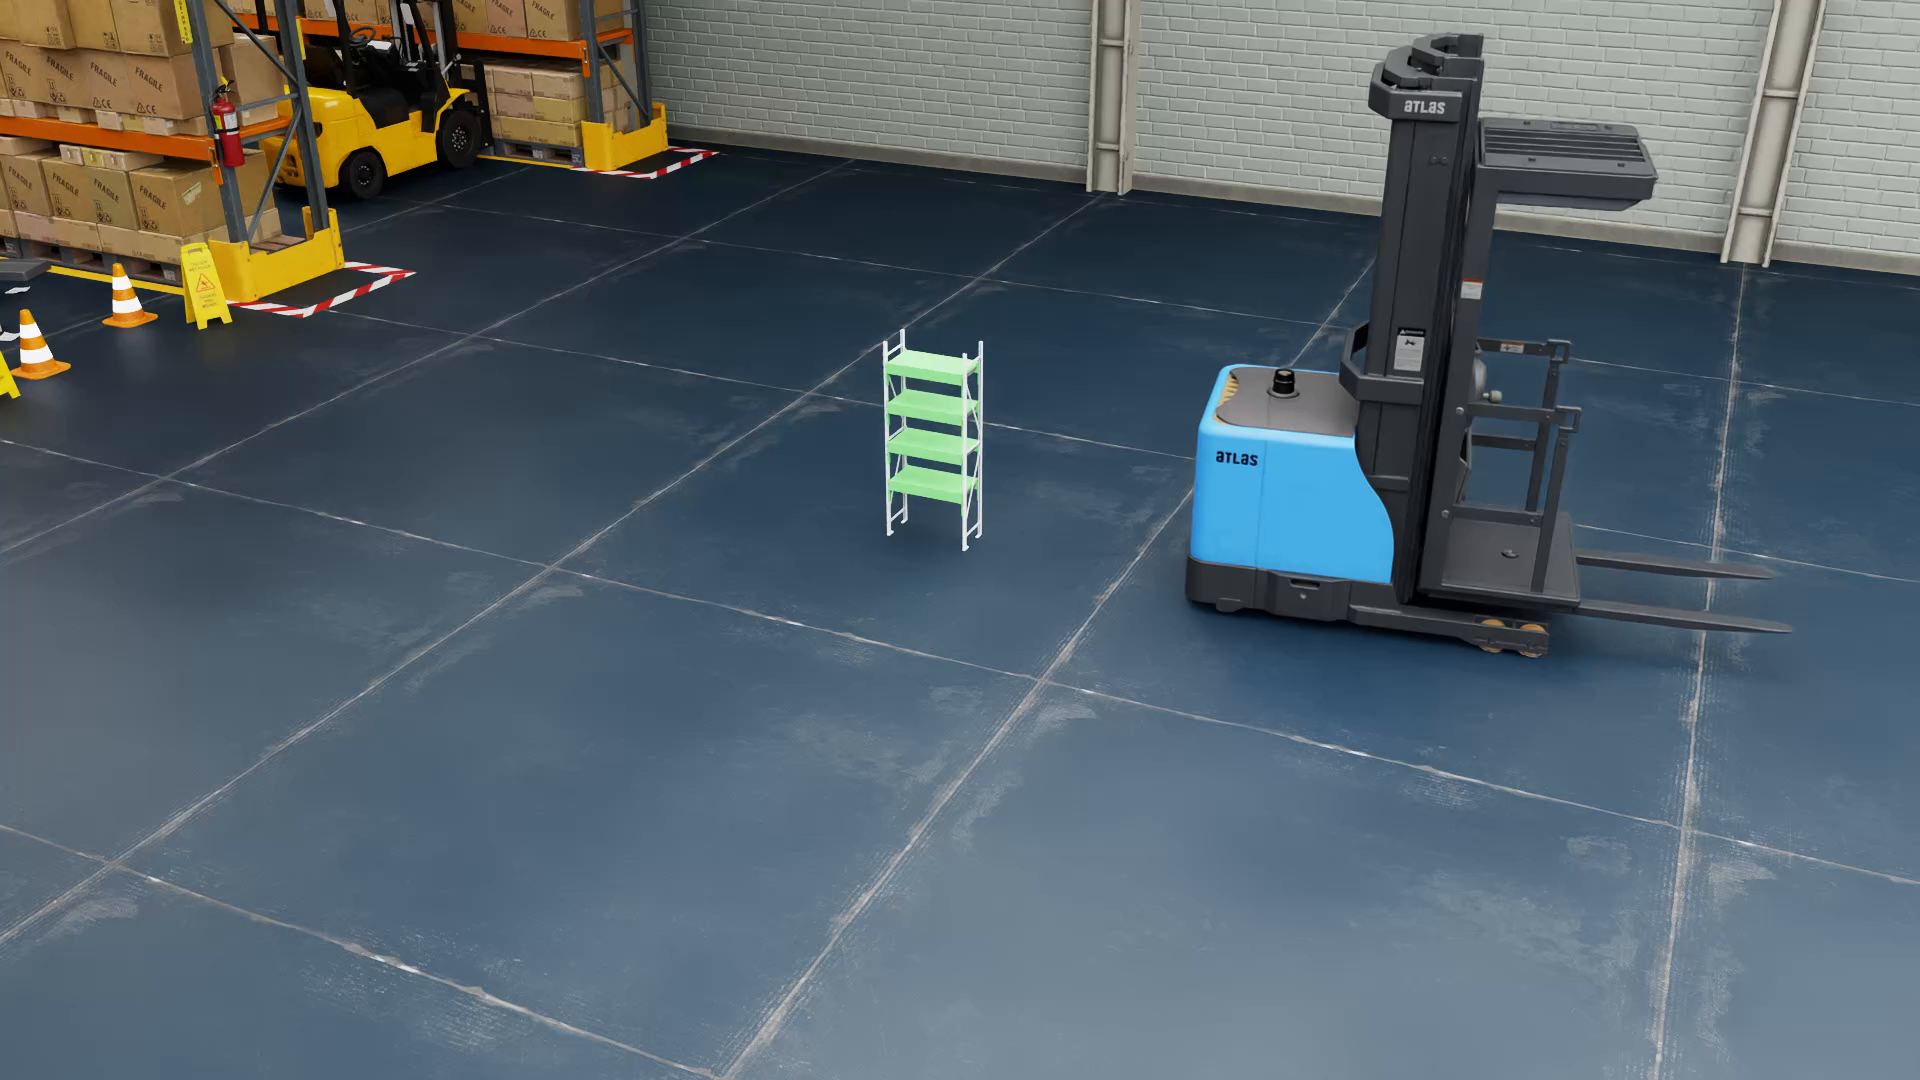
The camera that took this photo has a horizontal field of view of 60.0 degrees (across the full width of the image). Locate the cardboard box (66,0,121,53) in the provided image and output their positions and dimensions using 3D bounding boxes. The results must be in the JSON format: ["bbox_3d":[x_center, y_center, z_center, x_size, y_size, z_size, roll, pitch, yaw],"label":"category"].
[{"bbox_3d":[-6.736,-4.275,13.456,0.500,0.500,0.700,12,29,22],"label":"cardboard box"}]

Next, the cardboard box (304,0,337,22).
[{"bbox_3d":[-7.017,-6.134,18.700,0.500,0.500,0.500,11,28,20],"label":"cardboard box"}]

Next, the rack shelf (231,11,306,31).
[{"bbox_3d":[-9.134,-6.318,20.002,4.000,0.370,1.077,11,28,22],"label":"rack shelf"}]

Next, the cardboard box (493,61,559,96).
[{"bbox_3d":[-4.687,-4.997,18.009,0.500,0.250,0.500,12,29,23],"label":"cardboard box"}]

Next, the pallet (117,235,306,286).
[{"bbox_3d":[-6.517,-2.473,14.534,1.213,0.211,1.003,11,28,22],"label":"pallet"}]

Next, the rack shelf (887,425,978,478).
[{"bbox_3d":[-0.151,-0.511,9.575,0.480,0.148,0.258,11,28,22],"label":"rack shelf"}]

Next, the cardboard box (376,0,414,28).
[{"bbox_3d":[-6.075,-5.953,18.333,0.500,0.500,0.500,11,28,21],"label":"cardboard box"}]

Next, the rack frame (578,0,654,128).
[{"bbox_3d":[-3.672,-5.544,17.614,0.127,3.000,1.000,11,28,22],"label":"rack frame"}]

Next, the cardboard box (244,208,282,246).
[{"bbox_3d":[-6.343,-2.761,14.599,0.500,0.250,0.500,11,28,21],"label":"cardboard box"}]

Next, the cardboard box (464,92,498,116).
[{"bbox_3d":[-5.175,-4.868,18.314,0.500,0.250,0.500,11,28,21],"label":"cardboard box"}]

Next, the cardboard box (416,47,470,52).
[{"bbox_3d":[-5.863,-5.482,18.994,0.500,0.250,0.500,12,28,22],"label":"cardboard box"}]

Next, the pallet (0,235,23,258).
[{"bbox_3d":[-8.738,-2.919,15.440,1.213,0.211,1.003,11,28,22],"label":"pallet"}]

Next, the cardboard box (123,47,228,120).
[{"bbox_3d":[-6.331,-3.714,13.448,0.500,0.500,0.500,11,28,21],"label":"cardboard box"}]

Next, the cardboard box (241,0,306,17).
[{"bbox_3d":[-7.880,-6.195,19.107,0.500,0.250,0.500,12,29,23],"label":"cardboard box"}]

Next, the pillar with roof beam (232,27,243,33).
[{"bbox_3d":[-11.176,-8.091,15.996,0.400,9.000,9.100,11,28,22],"label":"pillar with roof beam"}]

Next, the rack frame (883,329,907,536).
[{"bbox_3d":[-0.373,-0.613,9.637,0.015,1.200,0.240,11,28,22],"label":"rack frame"}]

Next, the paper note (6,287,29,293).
[{"bbox_3d":[-7.932,-2.108,13.998,0.148,0.019,0.142,2,26,4],"label":"paper note"}]

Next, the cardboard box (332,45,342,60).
[{"bbox_3d":[-7.003,-5.464,18.958,0.500,0.250,0.500,11,28,21],"label":"cardboard box"}]

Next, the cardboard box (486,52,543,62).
[{"bbox_3d":[-4.938,-5.297,18.618,0.500,0.250,0.500,11,28,21],"label":"cardboard box"}]

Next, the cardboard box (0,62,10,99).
[{"bbox_3d":[-8.161,-4.085,14.201,0.500,0.500,0.500,11,28,21],"label":"cardboard box"}]

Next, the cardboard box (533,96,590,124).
[{"bbox_3d":[-4.244,-4.686,17.944,0.500,0.250,0.500,11,28,21],"label":"cardboard box"}]

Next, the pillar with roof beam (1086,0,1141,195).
[{"bbox_3d":[-0.253,-5.897,11.540,0.400,9.000,9.100,11,28,22],"label":"pillar with roof beam"}]

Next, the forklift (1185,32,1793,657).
[{"bbox_3d":[2.793,-0.975,8.412,3.031,2.935,1.130,7,27,14],"label":"forklift"}]

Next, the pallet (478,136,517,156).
[{"bbox_3d":[-5.492,-4.640,18.934,1.213,0.211,1.003,11,28,22],"label":"pallet"}]

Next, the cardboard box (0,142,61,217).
[{"bbox_3d":[-7.976,-3.165,14.571,0.500,0.500,0.500,13,29,24],"label":"cardboard box"}]

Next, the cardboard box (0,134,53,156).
[{"bbox_3d":[-8.135,-3.456,14.428,0.250,0.149,0.380,13,29,25],"label":"cardboard box"}]

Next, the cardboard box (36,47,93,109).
[{"bbox_3d":[-7.239,-3.900,13.826,0.500,0.500,0.500,11,28,22],"label":"cardboard box"}]

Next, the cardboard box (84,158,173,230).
[{"bbox_3d":[-7.037,-2.974,14.184,0.500,0.500,0.500,12,29,24],"label":"cardboard box"}]

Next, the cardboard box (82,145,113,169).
[{"bbox_3d":[-7.150,-3.259,14.027,0.250,0.149,0.380,12,29,23],"label":"cardboard box"}]

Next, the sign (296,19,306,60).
[{"bbox_3d":[-5.499,-4.154,13.811,0.005,0.325,0.100,11,28,22],"label":"sign"}]

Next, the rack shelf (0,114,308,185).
[{"bbox_3d":[-7.544,-3.590,14.461,4.000,0.370,1.077,11,28,22],"label":"rack shelf"}]

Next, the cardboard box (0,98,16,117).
[{"bbox_3d":[-8.050,-3.742,14.239,0.250,0.149,0.380,12,28,22],"label":"cardboard box"}]

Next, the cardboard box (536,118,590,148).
[{"bbox_3d":[-4.230,-4.458,18.046,0.500,0.250,0.500,12,28,22],"label":"cardboard box"}]

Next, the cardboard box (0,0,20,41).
[{"bbox_3d":[-7.640,-4.474,13.860,0.500,0.500,0.700,11,28,21],"label":"cardboard box"}]

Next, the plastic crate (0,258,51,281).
[{"bbox_3d":[-8.275,-2.352,14.437,0.583,0.080,0.402,2,26,4],"label":"plastic crate"}]

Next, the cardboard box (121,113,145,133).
[{"bbox_3d":[-6.653,-3.474,13.695,0.250,0.149,0.380,11,28,21],"label":"cardboard box"}]

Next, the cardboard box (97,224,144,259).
[{"bbox_3d":[-7.039,-2.640,14.353,0.500,0.250,0.500,11,28,22],"label":"cardboard box"}]

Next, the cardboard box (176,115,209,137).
[{"bbox_3d":[-6.152,-3.417,13.579,0.250,0.149,0.380,12,29,24],"label":"cardboard box"}]

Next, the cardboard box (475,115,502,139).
[{"bbox_3d":[-5.131,-4.647,18.431,0.500,0.250,0.500,12,29,22],"label":"cardboard box"}]

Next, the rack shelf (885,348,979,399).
[{"bbox_3d":[-0.151,-0.942,9.363,0.480,0.148,0.258,11,28,22],"label":"rack shelf"}]

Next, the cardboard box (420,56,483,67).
[{"bbox_3d":[-5.609,-5.181,18.383,0.500,0.250,0.500,11,28,21],"label":"cardboard box"}]

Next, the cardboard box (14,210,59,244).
[{"bbox_3d":[-7.964,-2.828,14.736,0.500,0.250,0.500,11,28,21],"label":"cardboard box"}]

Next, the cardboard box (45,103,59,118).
[{"bbox_3d":[-7.536,-3.704,14.163,0.250,0.149,0.380,11,28,22],"label":"cardboard box"}]

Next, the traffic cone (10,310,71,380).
[{"bbox_3d":[-6.799,-1.461,12.193,0.334,0.463,0.336,11,28,22],"label":"traffic cone"}]

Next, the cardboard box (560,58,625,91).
[{"bbox_3d":[-4.031,-5.111,18.241,0.500,0.250,0.500,11,28,21],"label":"cardboard box"}]

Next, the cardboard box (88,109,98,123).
[{"bbox_3d":[-7.075,-3.613,13.976,0.250,0.149,0.380,12,29,23],"label":"cardboard box"}]

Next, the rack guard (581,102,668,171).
[{"bbox_3d":[-3.650,-4.418,18.158,0.348,0.500,1.175,11,28,22],"label":"rack guard"}]

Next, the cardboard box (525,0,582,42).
[{"bbox_3d":[-4.229,-5.573,17.561,0.500,0.500,0.500,11,28,21],"label":"cardboard box"}]

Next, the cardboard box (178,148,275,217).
[{"bbox_3d":[-6.365,-3.101,14.442,0.500,0.500,0.500,10,28,20],"label":"cardboard box"}]

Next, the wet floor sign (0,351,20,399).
[{"bbox_3d":[-6.834,-1.273,11.605,0.232,0.644,0.267,6,27,13],"label":"wet floor sign"}]

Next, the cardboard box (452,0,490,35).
[{"bbox_3d":[-5.164,-5.765,17.951,0.500,0.500,0.500,11,28,21],"label":"cardboard box"}]

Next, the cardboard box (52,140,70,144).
[{"bbox_3d":[-7.786,-3.385,15.017,0.500,0.500,0.500,13,29,24],"label":"cardboard box"}]

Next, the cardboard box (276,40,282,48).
[{"bbox_3d":[-8.496,-5.634,20.011,0.625,0.625,0.875,11,28,21],"label":"cardboard box"}]

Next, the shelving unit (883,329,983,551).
[{"bbox_3d":[-0.151,-0.569,9.546,0.503,1.200,0.258,11,28,22],"label":"shelving unit"}]
